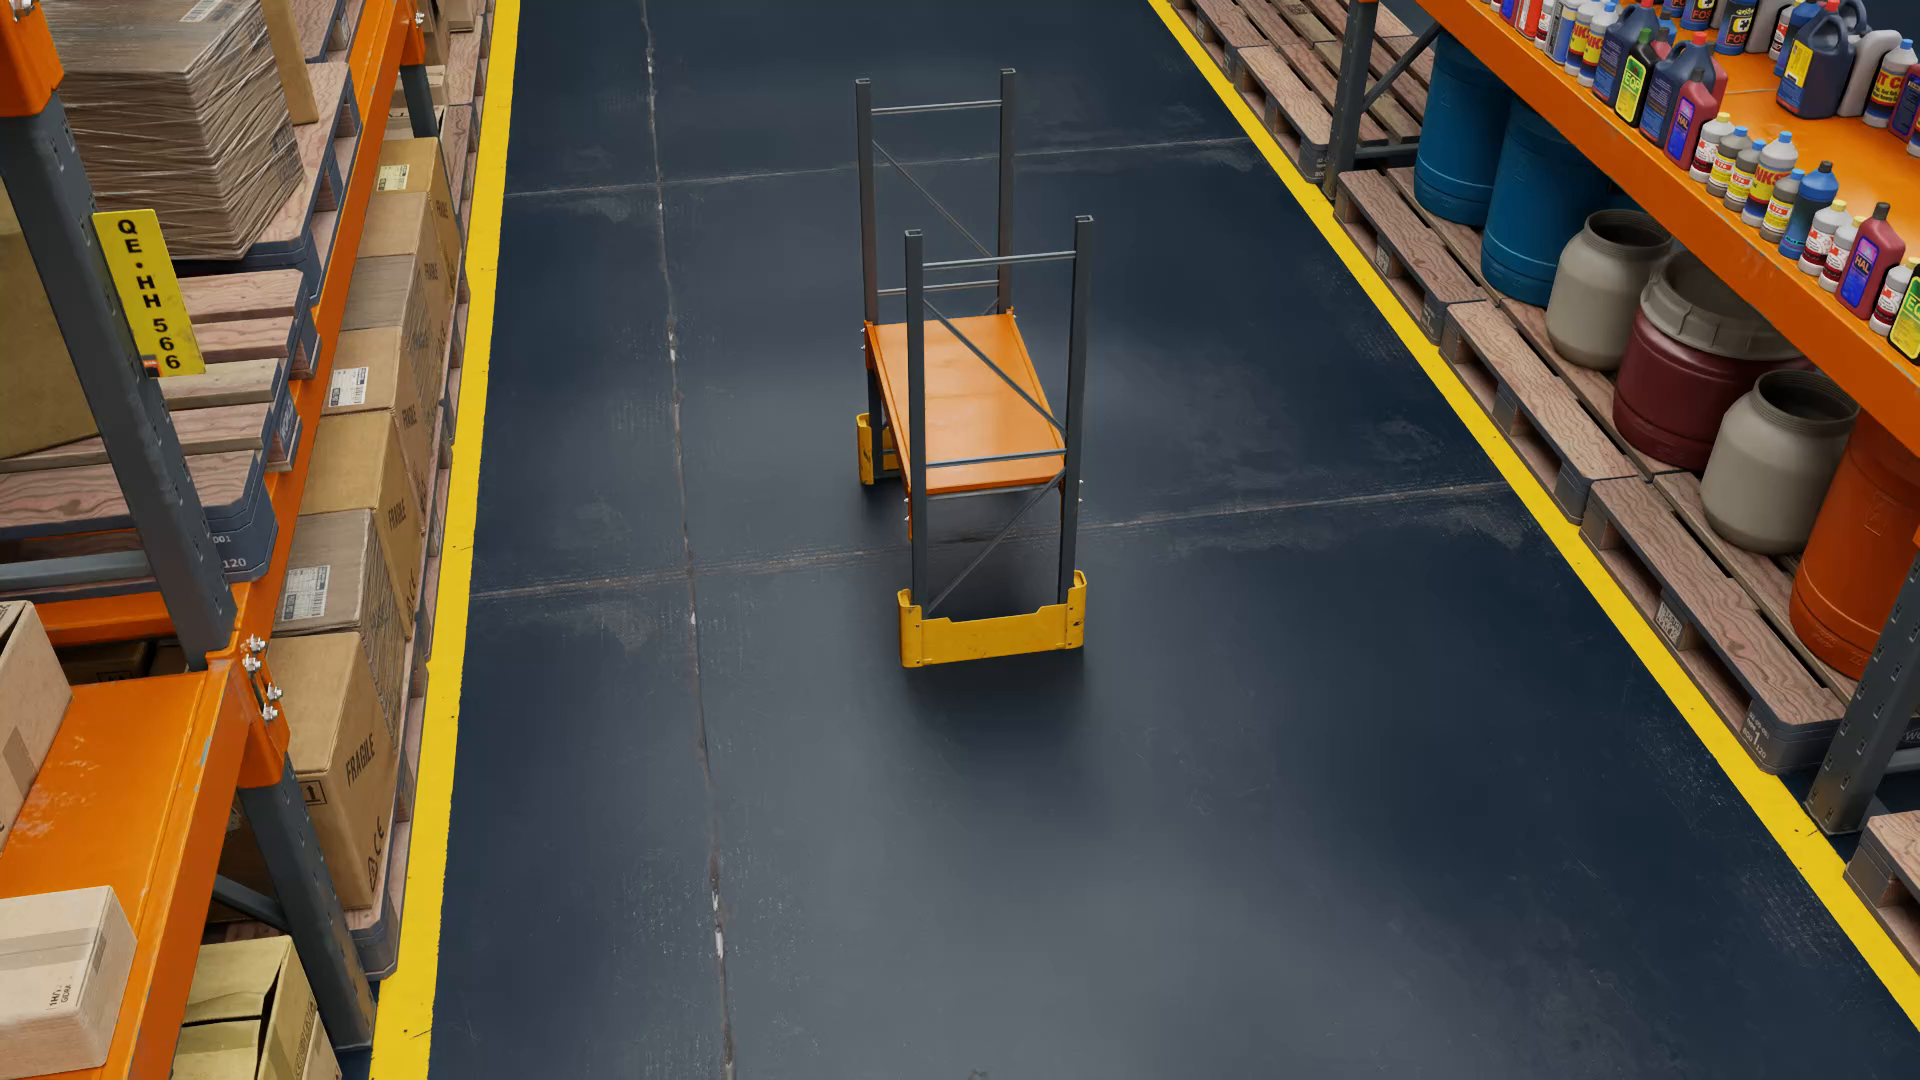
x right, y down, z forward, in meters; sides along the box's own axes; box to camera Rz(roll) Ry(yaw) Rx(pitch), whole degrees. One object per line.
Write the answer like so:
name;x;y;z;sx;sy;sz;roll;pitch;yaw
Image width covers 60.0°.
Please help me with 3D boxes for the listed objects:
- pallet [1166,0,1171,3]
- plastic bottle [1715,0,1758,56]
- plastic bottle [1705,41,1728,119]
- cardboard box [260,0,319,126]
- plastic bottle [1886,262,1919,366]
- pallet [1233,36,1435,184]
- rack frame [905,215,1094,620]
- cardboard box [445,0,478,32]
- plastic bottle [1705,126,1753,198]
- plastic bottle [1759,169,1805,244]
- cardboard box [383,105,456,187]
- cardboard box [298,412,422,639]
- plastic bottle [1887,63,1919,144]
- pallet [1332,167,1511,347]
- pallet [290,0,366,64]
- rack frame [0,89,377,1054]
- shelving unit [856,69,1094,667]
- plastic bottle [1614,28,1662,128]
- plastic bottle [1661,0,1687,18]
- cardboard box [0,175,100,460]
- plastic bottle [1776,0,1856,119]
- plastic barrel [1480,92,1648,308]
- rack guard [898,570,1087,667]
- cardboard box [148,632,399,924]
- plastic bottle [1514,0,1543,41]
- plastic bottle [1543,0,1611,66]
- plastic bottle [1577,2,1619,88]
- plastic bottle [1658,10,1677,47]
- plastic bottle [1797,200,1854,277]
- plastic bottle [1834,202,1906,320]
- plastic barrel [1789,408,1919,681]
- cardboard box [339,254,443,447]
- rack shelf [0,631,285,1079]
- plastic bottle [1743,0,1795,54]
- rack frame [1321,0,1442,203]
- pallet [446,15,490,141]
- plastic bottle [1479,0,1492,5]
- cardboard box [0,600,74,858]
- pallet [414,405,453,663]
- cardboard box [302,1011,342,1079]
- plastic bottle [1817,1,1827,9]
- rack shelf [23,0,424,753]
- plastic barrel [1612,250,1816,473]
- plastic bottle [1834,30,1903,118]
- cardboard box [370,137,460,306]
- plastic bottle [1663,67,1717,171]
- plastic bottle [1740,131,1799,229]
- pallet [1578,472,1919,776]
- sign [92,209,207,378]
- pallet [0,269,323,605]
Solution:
pallet;1.620;-3.666;10.297;1.003;0.211;1.213;-6;38;-8
plastic bottle;2.699;-1.829;5.764;0.097;0.271;0.097;0;38;0
plastic bottle;2.334;-1.408;5.212;0.061;0.283;0.133;-6;38;-8
cardboard box;-2.292;-1.468;4.771;0.700;0.500;0.500;-16;41;-19
plastic bottle;2.425;-0.590;4.160;0.061;0.283;0.133;-6;38;-8
pallet;2.048;-2.193;8.400;1.003;0.211;1.213;-6;38;-8
rack frame;0.104;-0.234;4.828;0.500;1.500;0.032;-6;38;-8
cardboard box;-2.889;-2.948;8.983;0.500;0.250;0.500;-6;38;-8
plastic bottle;2.280;-1.122;4.911;0.097;0.201;0.097;0;38;0
plastic bottle;2.331;-0.945;4.684;0.097;0.201;0.097;0;38;0
cardboard box;-2.523;-1.712;7.342;0.500;0.311;0.500;-6;38;-8
cardboard box;-1.940;-0.019;5.008;0.500;0.500;0.500;-7;38;-9
plastic bottle;3.001;-1.391;5.190;0.061;0.283;0.133;-6;38;-8
pallet;2.309;-1.282;7.228;1.003;0.211;1.213;-6;38;-8
pallet;-2.630;-1.753;5.718;1.003;0.211;1.213;-6;38;-8
rack frame;-1.961;0.093;3.186;1.000;3.000;0.127;-6;38;-8
shelving unit;0.013;-0.546;5.231;0.587;1.500;1.083;-6;38;-8
plastic bottle;2.169;-1.473;5.296;0.061;0.283;0.133;-6;38;-8
plastic bottle;2.635;-2.050;6.049;0.097;0.271;0.097;0;38;0
cardboard box;-2.183;-0.481;3.500;0.700;0.500;0.500;-19;42;-23
plastic bottle;2.765;-1.551;5.342;0.144;0.351;0.185;-6;38;-8
plastic barrel;2.417;-1.433;6.518;0.600;0.901;0.708;-6;38;-8
rack guard;0.101;0.248;5.227;0.587;0.250;0.087;-6;38;-8
cardboard box;-1.760;0.600;4.211;0.500;0.500;0.500;-5;38;-6
plastic bottle;2.083;-1.925;5.884;0.152;0.276;0.135;-6;38;-8
plastic bottle;2.124;-1.785;5.704;0.152;0.276;0.135;-6;38;-8
plastic bottle;2.134;-1.651;5.536;0.097;0.271;0.097;0;38;0
plastic bottle;2.293;-1.608;5.480;0.097;0.271;0.097;0;38;0
plastic bottle;2.365;-0.828;4.532;0.097;0.201;0.097;0;38;0
plastic bottle;2.385;-0.730;4.339;0.061;0.283;0.133;-6;38;-8
plastic barrel;2.813;-0.040;4.784;0.600;0.830;0.708;-6;38;-8
cardboard box;-2.128;-0.640;5.808;0.500;0.500;0.500;-6;38;-7
rack shelf;-1.611;1.585;1.852;1.077;0.370;4.000;-6;38;-8
plastic bottle;2.819;-1.855;5.794;0.152;0.276;0.135;-6;38;-8
rack frame;2.215;-2.854;6.979;1.000;3.000;0.127;-6;38;-8
pallet;-2.999;-2.375;8.636;1.003;0.211;1.213;-6;38;-8
plastic bottle;1.995;-2.102;6.173;0.097;0.201;0.097;0;38;0
cardboard box;-1.941;0.352;2.924;0.500;0.311;0.500;-4;38;-5
pallet;-2.266;0.003;5.574;1.003;0.211;1.213;-6;38;-8
cardboard box;-1.629;1.304;3.525;0.500;0.250;0.500;-5;38;-7
plastic bottle;2.904;-1.723;5.618;0.061;0.283;0.133;-6;38;-8
rack shelf;-2.312;-0.831;4.961;1.077;0.370;4.000;-6;38;-8
plastic barrel;2.615;-0.627;5.736;0.600;0.588;0.708;-6;38;-8
plastic bottle;2.915;-1.523;5.366;0.152;0.276;0.135;-6;38;-8
cardboard box;-2.294;-1.243;6.584;0.500;0.500;0.500;-6;38;-8
plastic bottle;2.225;-1.281;5.049;0.061;0.283;0.133;-6;38;-8
plastic bottle;2.314;-1.032;4.738;0.097;0.271;0.097;0;38;0
pallet;2.737;0.192;5.331;1.003;0.211;1.213;-6;38;-8
sign;-1.415;-0.426;2.910;0.100;0.325;0.005;-6;38;-8
pallet;-2.149;-0.233;3.762;1.213;0.211;1.003;-6;38;-8
